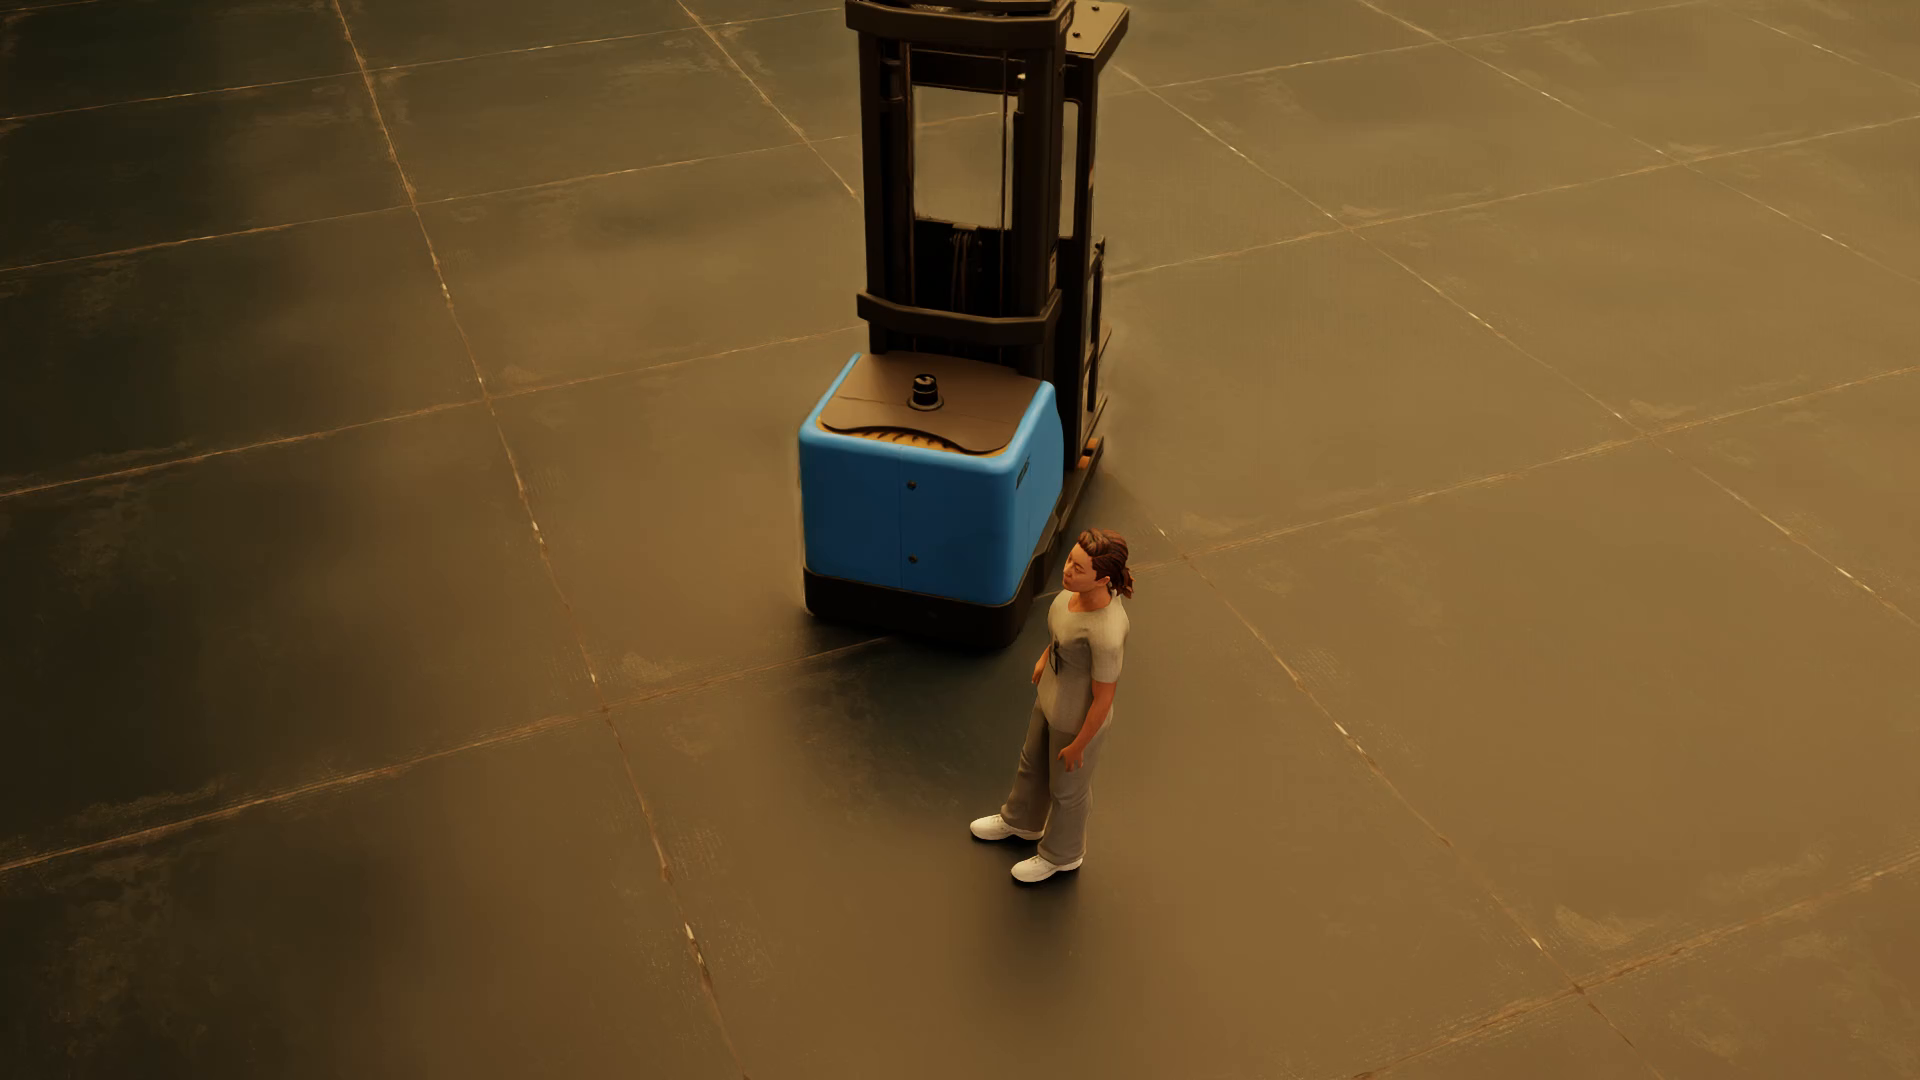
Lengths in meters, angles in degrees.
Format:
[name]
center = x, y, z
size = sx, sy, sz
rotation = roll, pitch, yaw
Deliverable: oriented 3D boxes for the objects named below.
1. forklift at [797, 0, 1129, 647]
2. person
[forklift]
center = 0.161, -1.544, 8.270
size = 1.130, 2.935, 3.031
rotation = 10, 37, 14
[person]
center = 0.355, 0.639, 6.271
size = 0.549, 1.673, 0.548
rotation = -6, 36, -9
